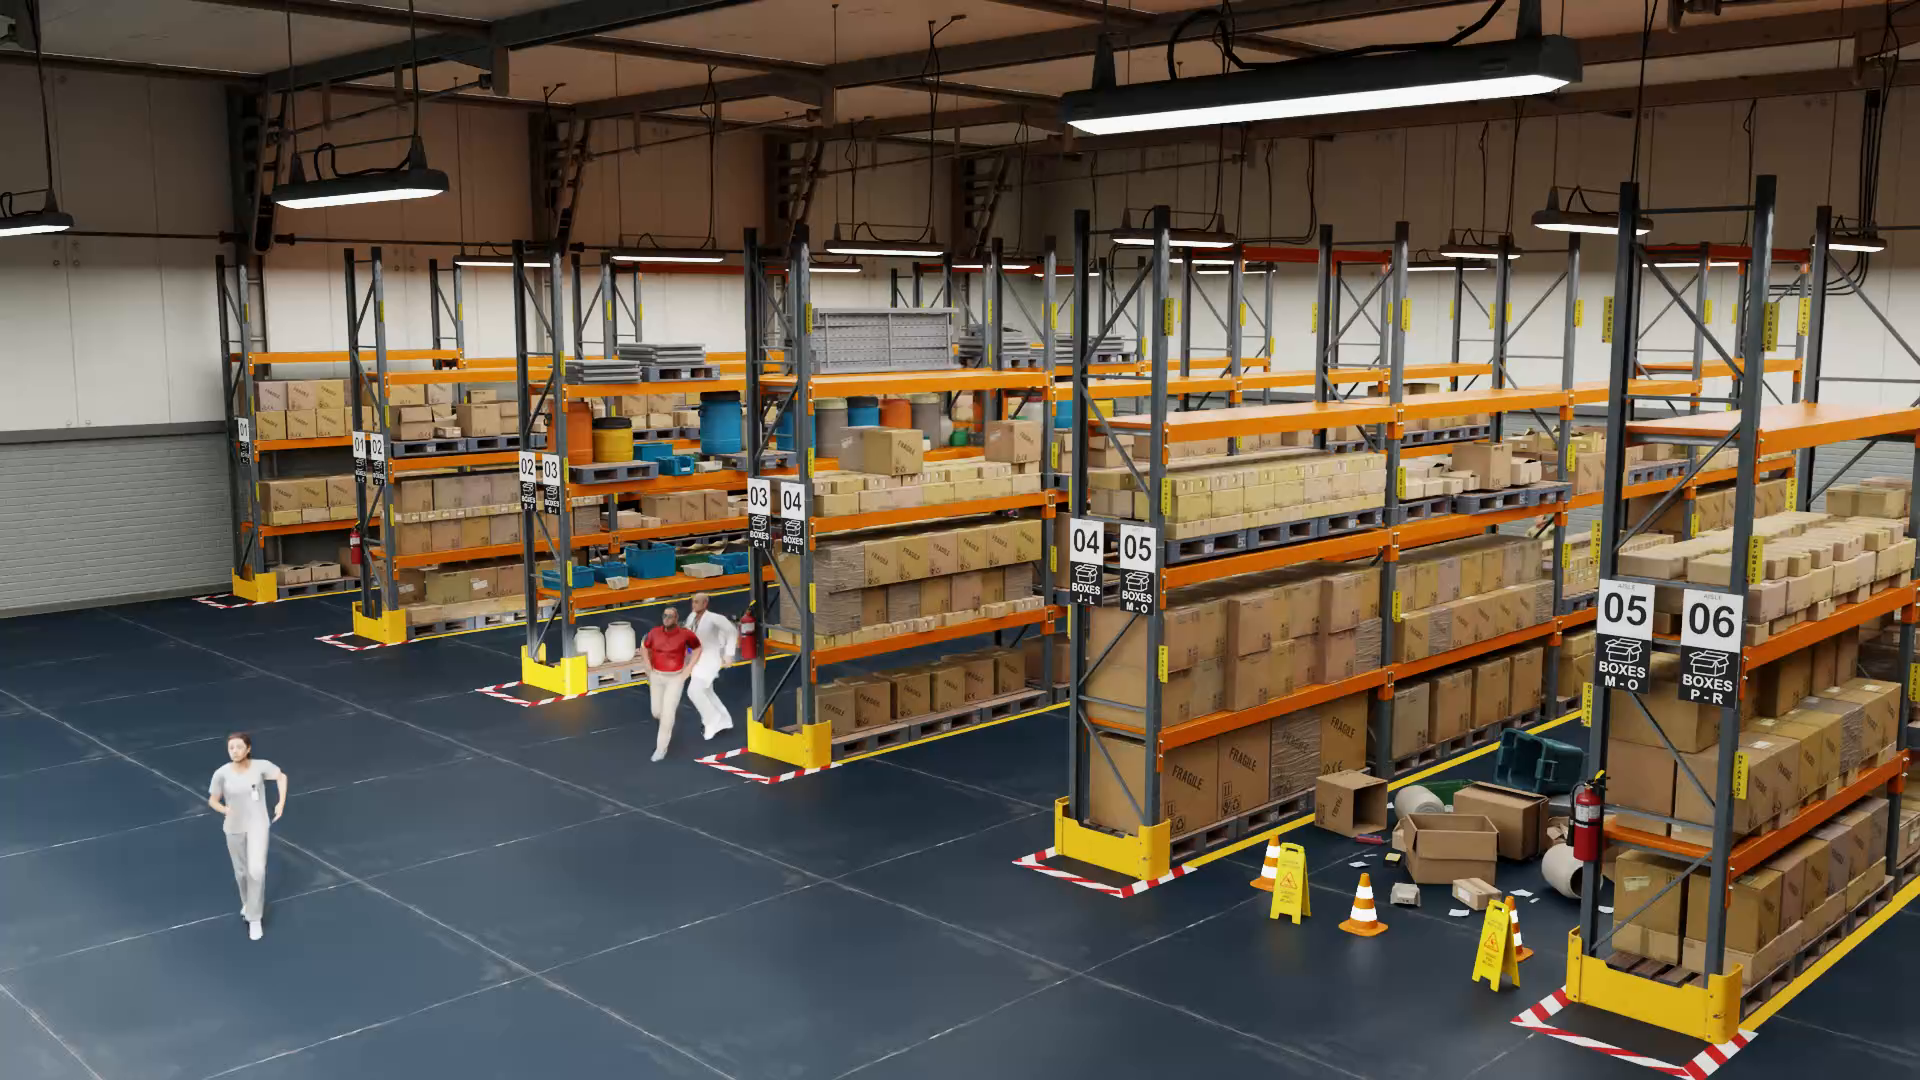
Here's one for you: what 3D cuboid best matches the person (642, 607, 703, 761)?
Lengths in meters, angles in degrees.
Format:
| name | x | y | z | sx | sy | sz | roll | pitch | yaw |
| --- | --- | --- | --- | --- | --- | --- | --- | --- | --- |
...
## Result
| name | x | y | z | sx | sy | sz | roll | pitch | yaw |
| --- | --- | --- | --- | --- | --- | --- | --- | --- | --- |
| person | -3.338 | 1.619 | 19.237 | 0.681 | 1.741 | 0.866 | 2 | 8 | 11 |

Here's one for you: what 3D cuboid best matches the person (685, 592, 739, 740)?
| name | x | y | z | sx | sy | sz | roll | pitch | yaw |
| --- | --- | --- | --- | --- | --- | --- | --- | --- | --- |
| person | -3.053 | 1.488 | 19.872 | 0.718 | 1.748 | 0.801 | 8 | 11 | 44 |

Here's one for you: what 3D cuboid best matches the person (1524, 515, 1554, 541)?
| name | x | y | z | sx | sy | sz | roll | pitch | yaw |
| --- | --- | --- | --- | --- | --- | --- | --- | --- | --- |
| person | 9.924 | 0.339 | 28.413 | 0.599 | 1.676 | 0.907 | 7 | 11 | 39 |

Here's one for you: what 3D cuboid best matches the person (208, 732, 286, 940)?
| name | x | y | z | sx | sy | sz | roll | pitch | yaw |
| --- | --- | --- | --- | --- | --- | --- | --- | --- | --- |
| person | -5.899 | 2.430 | 13.799 | 0.570 | 1.677 | 0.738 | -2 | 8 | -14 |
